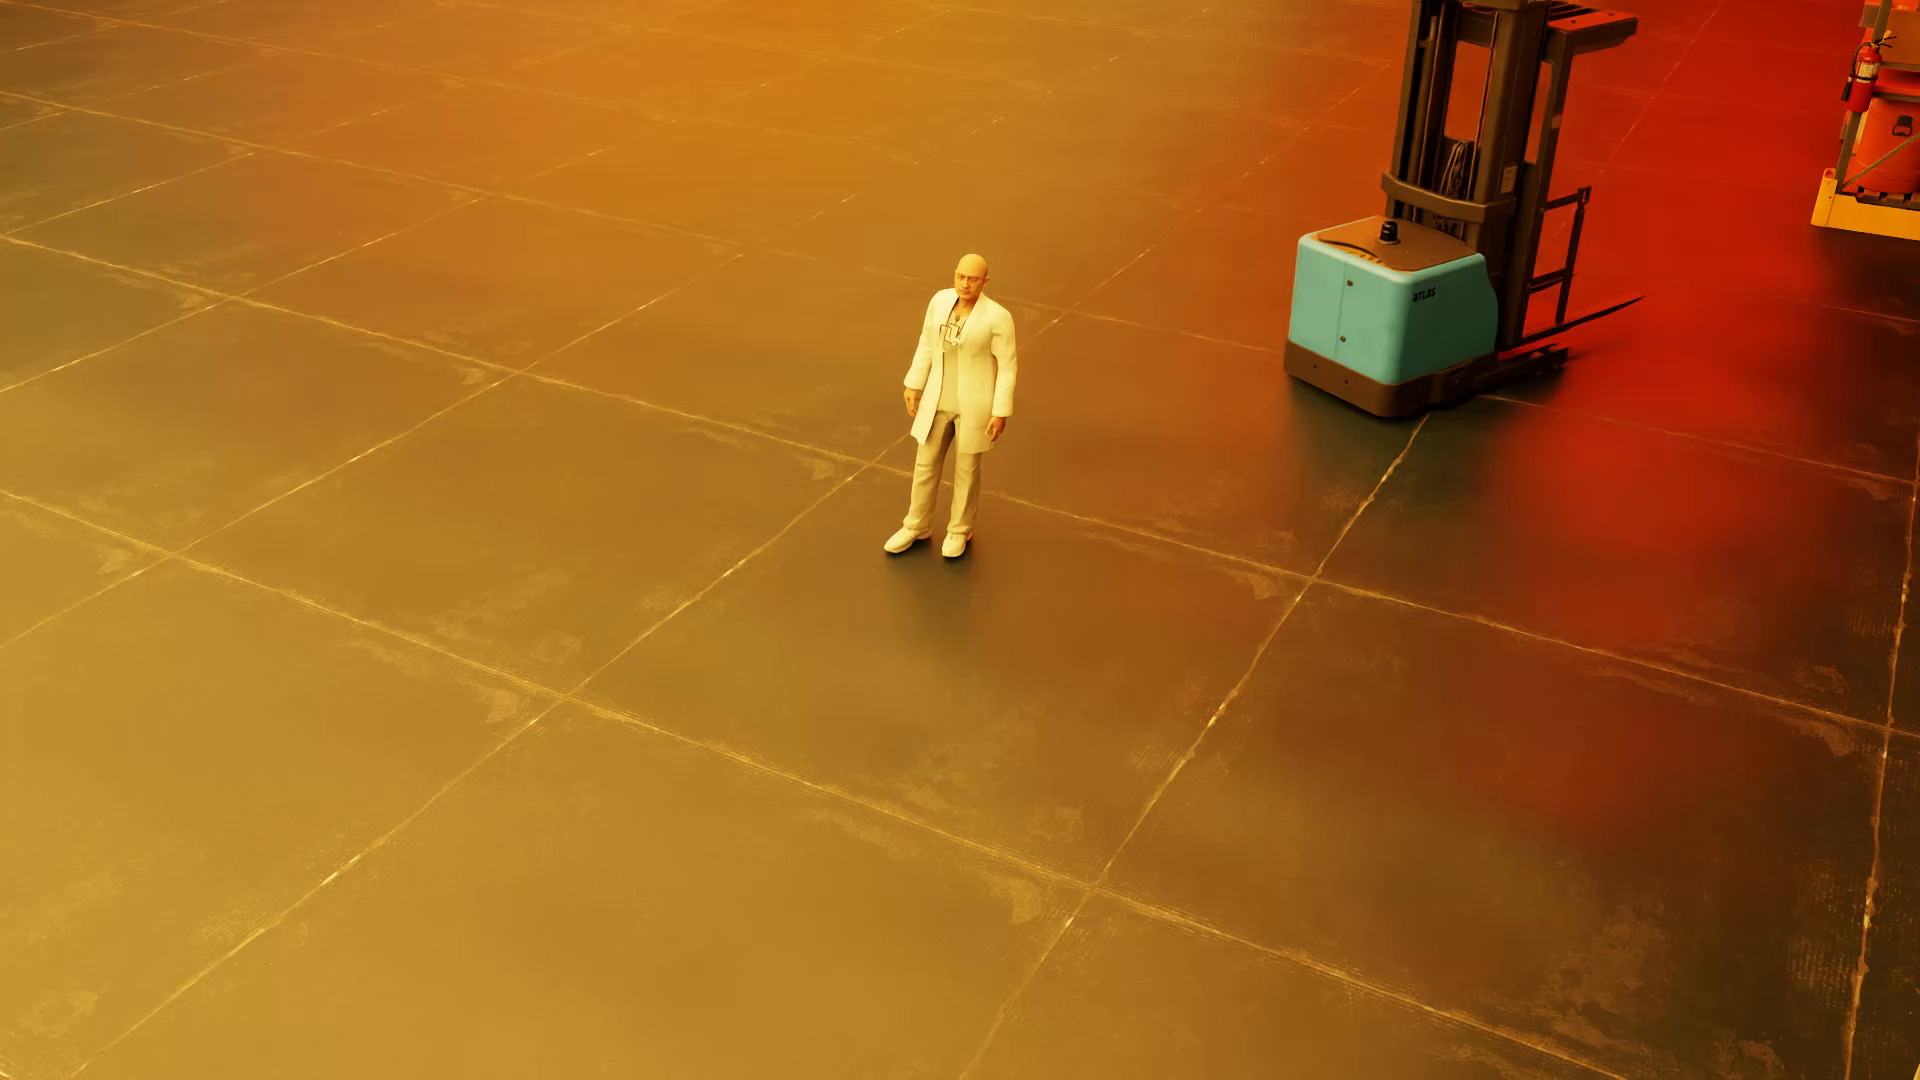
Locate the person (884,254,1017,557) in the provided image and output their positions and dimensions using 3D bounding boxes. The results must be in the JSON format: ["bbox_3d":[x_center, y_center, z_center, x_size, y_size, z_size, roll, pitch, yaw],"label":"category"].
[{"bbox_3d":[-0.048,-0.737,9.487,0.698,1.778,0.578,15,33,25],"label":"person"}]

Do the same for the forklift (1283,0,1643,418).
[{"bbox_3d":[3.832,-2.666,11.690,3.031,2.935,1.130,-19,35,-29],"label":"forklift"}]
